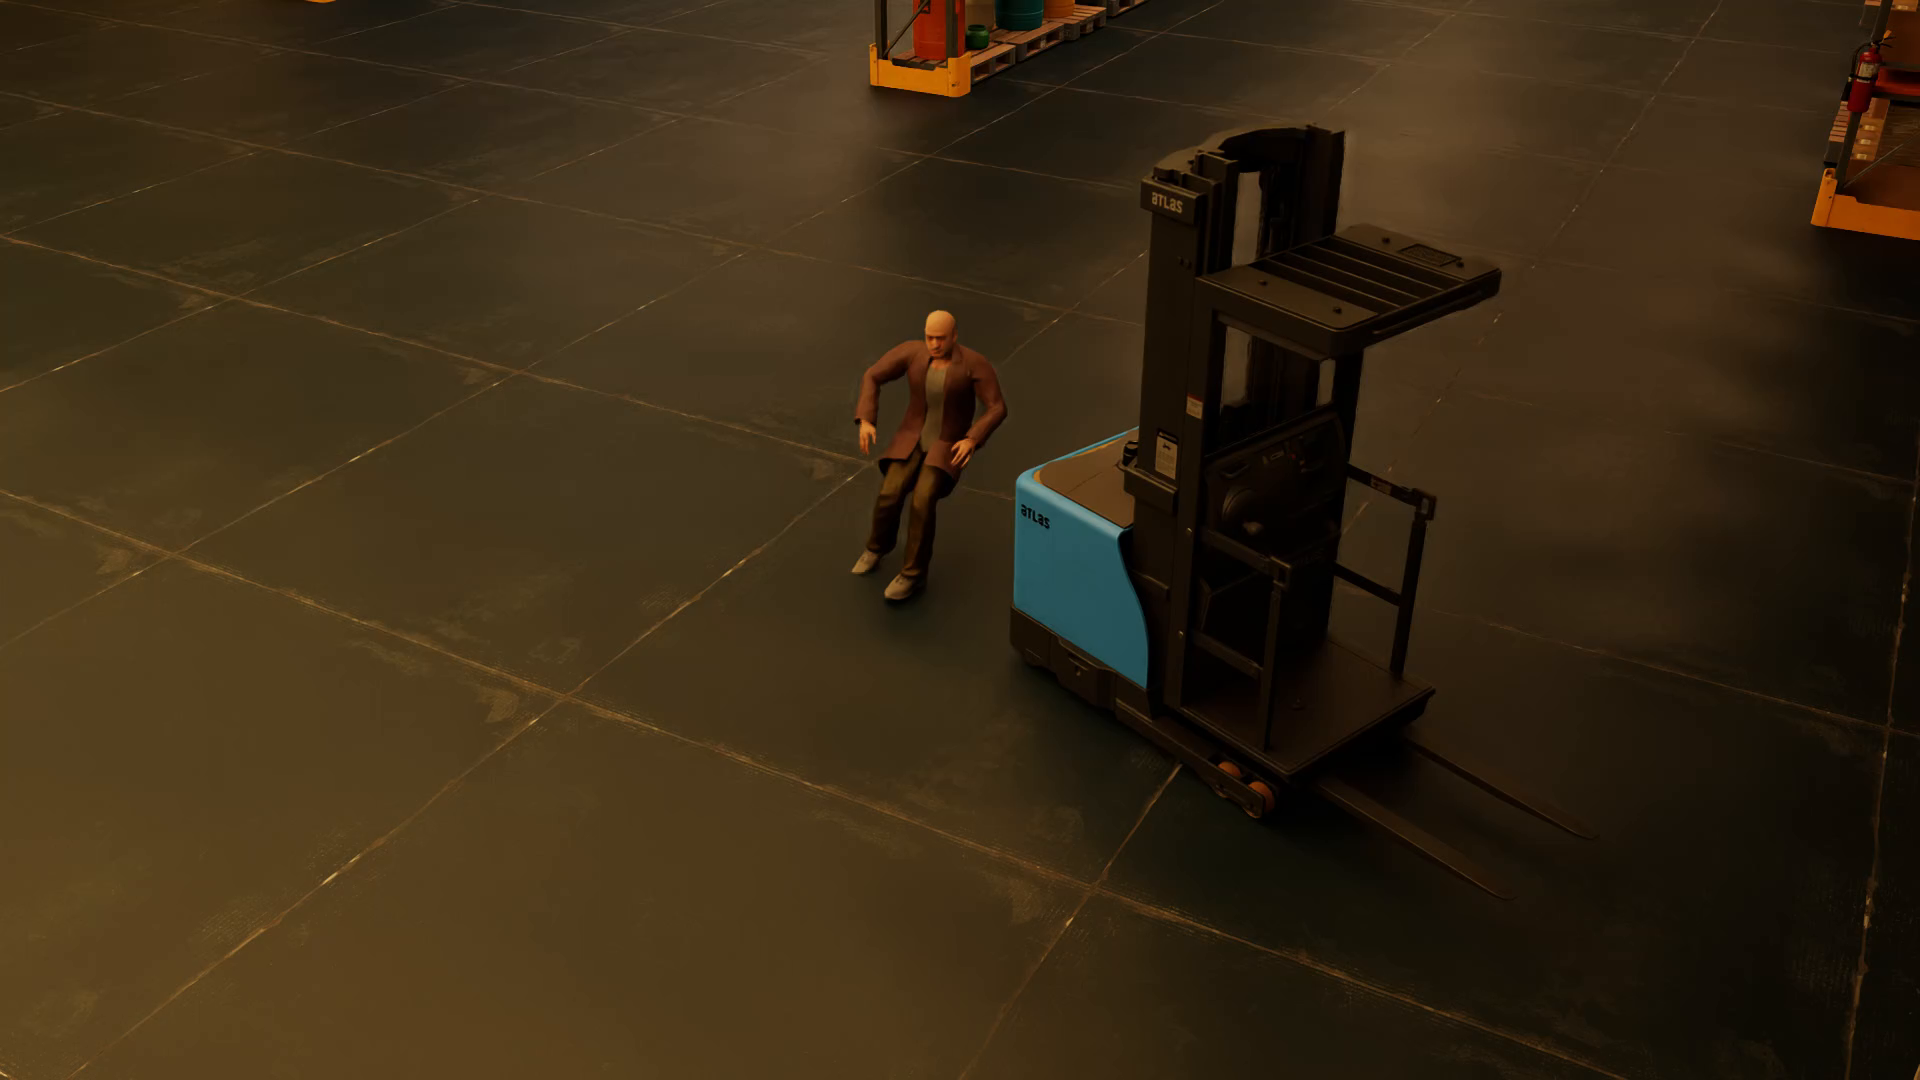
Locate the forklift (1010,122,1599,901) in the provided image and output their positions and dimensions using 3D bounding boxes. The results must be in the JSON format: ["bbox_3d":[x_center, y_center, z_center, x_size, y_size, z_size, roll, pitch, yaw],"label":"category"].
[{"bbox_3d":[1.592,-0.259,7.519,1.130,2.935,3.031,-22,37,-33],"label":"forklift"}]

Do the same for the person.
[{"bbox_3d":[-0.198,-0.467,9.347,0.865,1.564,0.909,6,31,10],"label":"person"}]
